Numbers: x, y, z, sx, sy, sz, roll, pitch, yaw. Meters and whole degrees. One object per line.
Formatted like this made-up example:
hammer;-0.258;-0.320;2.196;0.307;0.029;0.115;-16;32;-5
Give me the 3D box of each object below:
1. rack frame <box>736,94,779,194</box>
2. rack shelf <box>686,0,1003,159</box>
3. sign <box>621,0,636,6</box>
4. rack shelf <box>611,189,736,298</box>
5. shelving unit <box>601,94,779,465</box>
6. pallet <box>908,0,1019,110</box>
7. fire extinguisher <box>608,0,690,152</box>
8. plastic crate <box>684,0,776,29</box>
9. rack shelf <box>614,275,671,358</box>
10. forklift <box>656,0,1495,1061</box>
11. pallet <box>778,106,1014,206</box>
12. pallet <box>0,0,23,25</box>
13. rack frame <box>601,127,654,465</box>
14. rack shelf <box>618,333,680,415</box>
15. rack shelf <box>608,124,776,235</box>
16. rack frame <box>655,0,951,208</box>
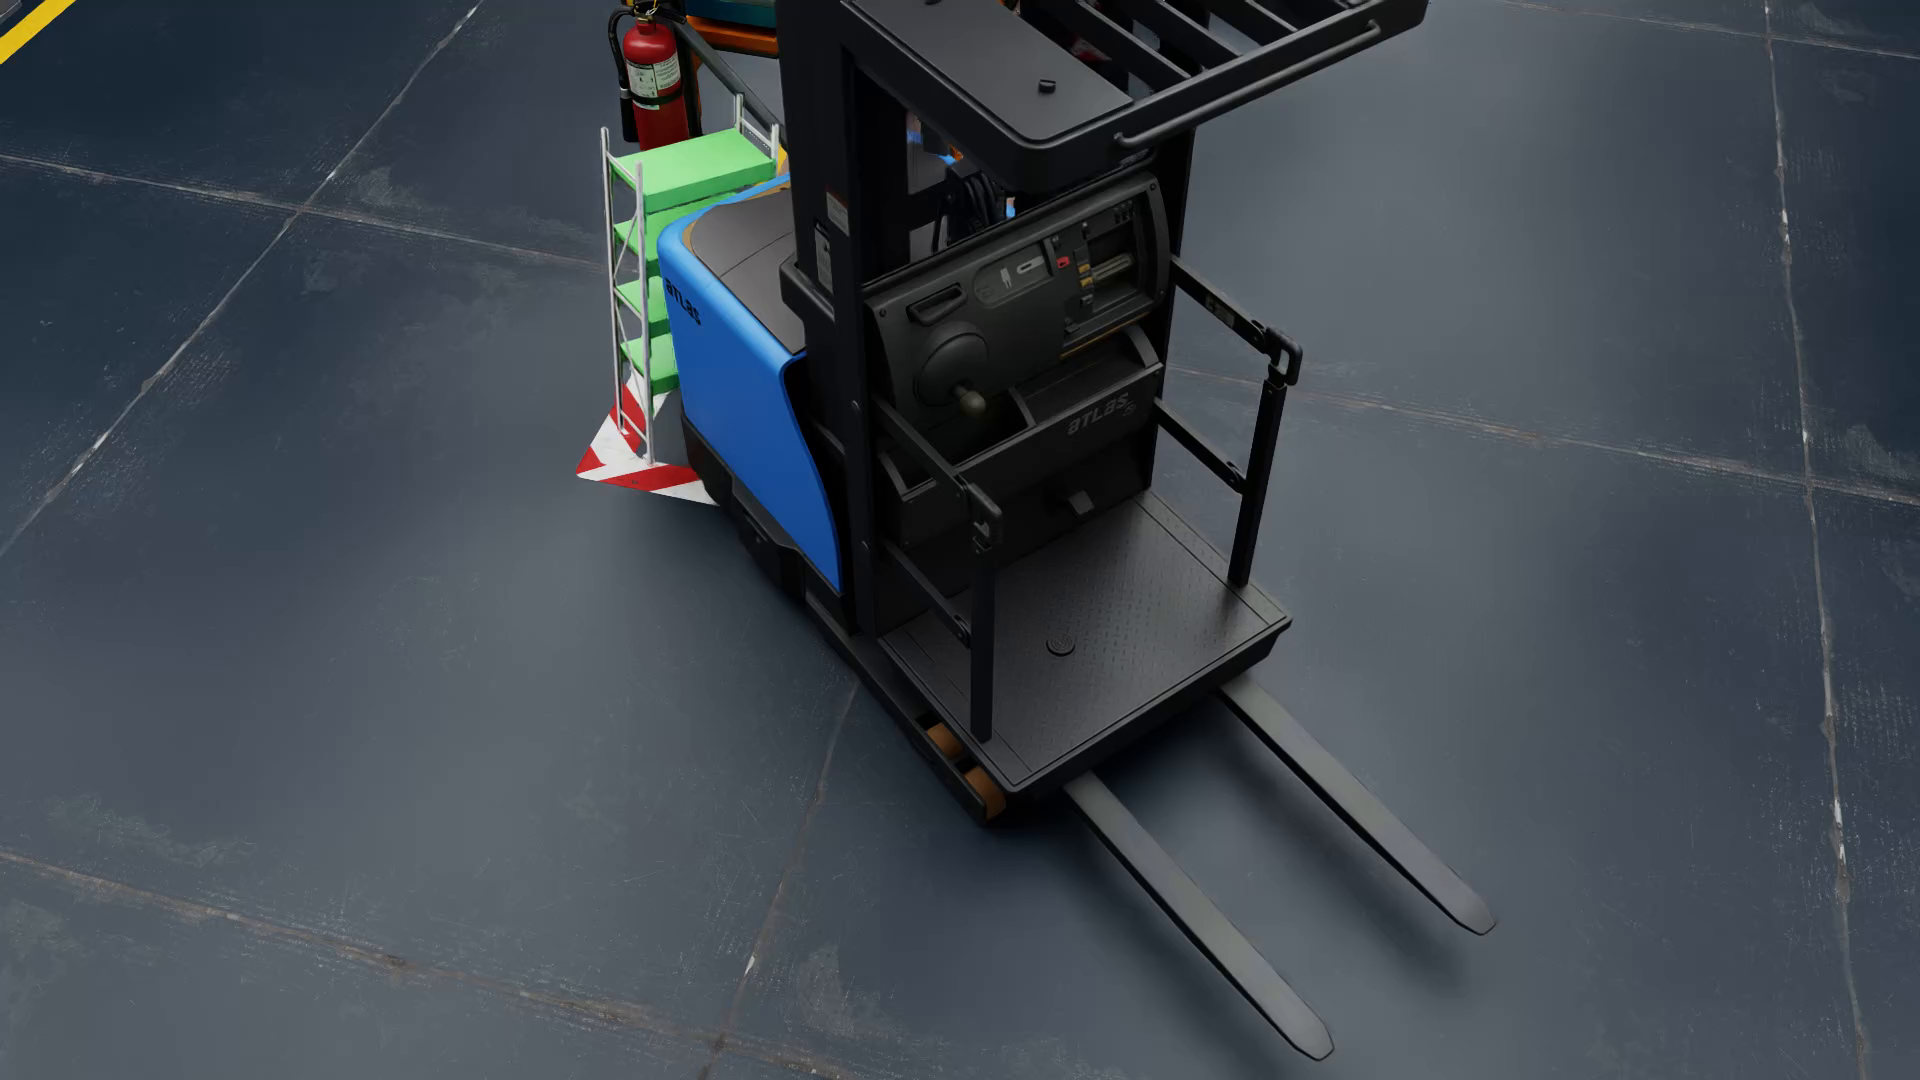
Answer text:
rack frame;-0.710;-0.947;5.773;0.015;1.200;0.240;-23;50;-29
rack shelf;0.013;-2.890;6.780;1.077;0.370;4.000;12;50;10
sign;-1.049;-1.833;5.258;0.100;0.325;0.005;12;50;10
rack shelf;-0.889;-0.993;5.535;0.480;0.148;0.258;-23;50;-29
shelving unit;-0.906;-0.863;5.654;0.503;1.200;0.258;-23;50;-29
pallet;0.064;-2.228;7.575;1.003;0.211;1.213;12;50;10
fire extinguisher;-0.992;-1.513;5.385;0.296;0.674;0.183;12;50;10
plastic crate;-0.606;-1.992;5.444;0.616;0.435;0.499;12;50;10
rack shelf;-0.912;-0.816;5.696;0.480;0.148;0.258;-23;50;-29
forklift;0.304;-0.549;4.279;1.130;2.935;3.031;-28;54;-23
pallet;-0.259;-1.348;6.799;1.003;0.211;1.213;12;50;10
pallet;-5.157;-2.330;7.666;1.003;0.211;1.213;12;50;10
rack frame;-1.101;-0.779;5.534;0.015;1.200;0.240;-23;50;-29
rack shelf;-0.934;-0.640;5.858;0.480;0.148;0.258;-23;50;-29
rack shelf;-0.867;-1.169;5.374;0.480;0.148;0.258;-23;50;-29
rack frame;-0.514;-1.682;5.234;1.000;3.000;0.127;12;50;10
